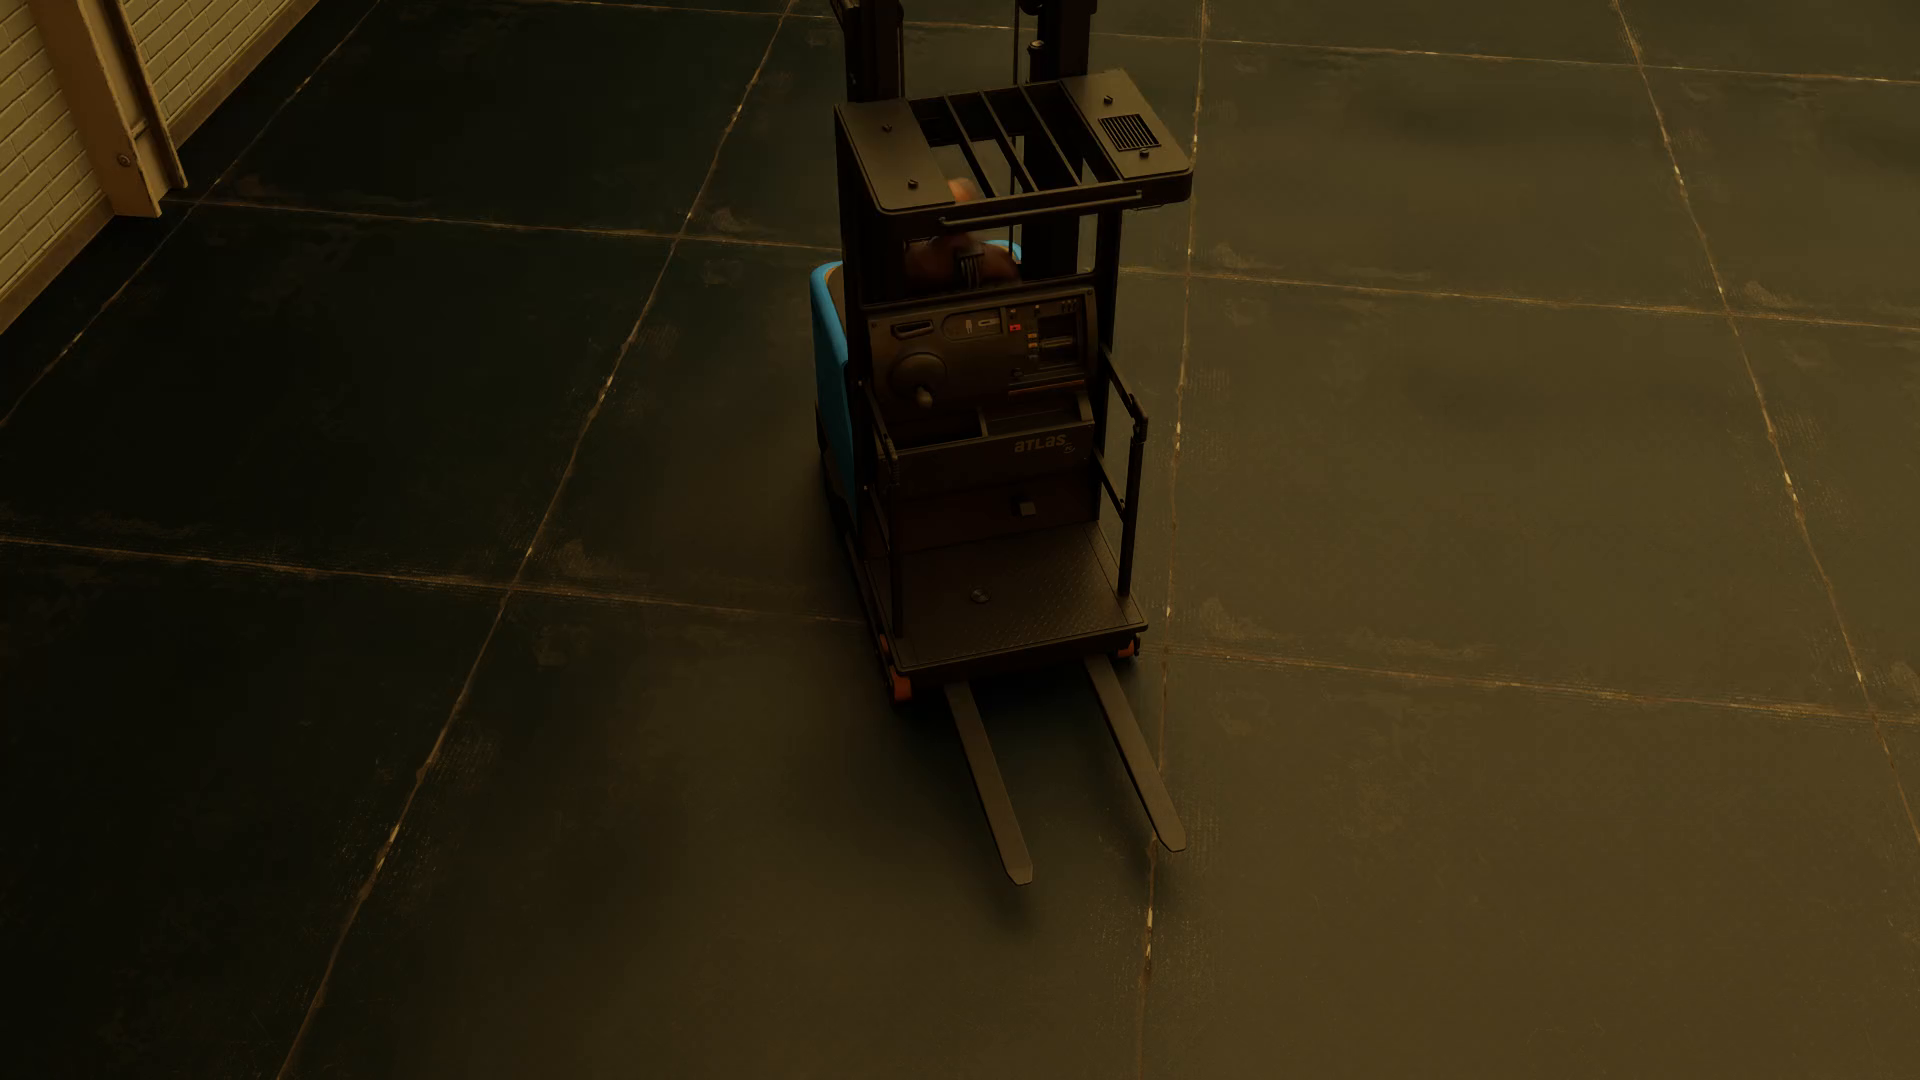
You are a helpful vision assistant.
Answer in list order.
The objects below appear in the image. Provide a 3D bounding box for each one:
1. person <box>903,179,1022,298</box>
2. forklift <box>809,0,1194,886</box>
[{"bbox_3d":[0.008,-0.825,7.174,0.692,1.708,0.447,5,43,6],"label":"person"},{"bbox_3d":[0.153,-0.681,6.465,1.130,2.935,3.031,-10,44,-11],"label":"forklift"}]
